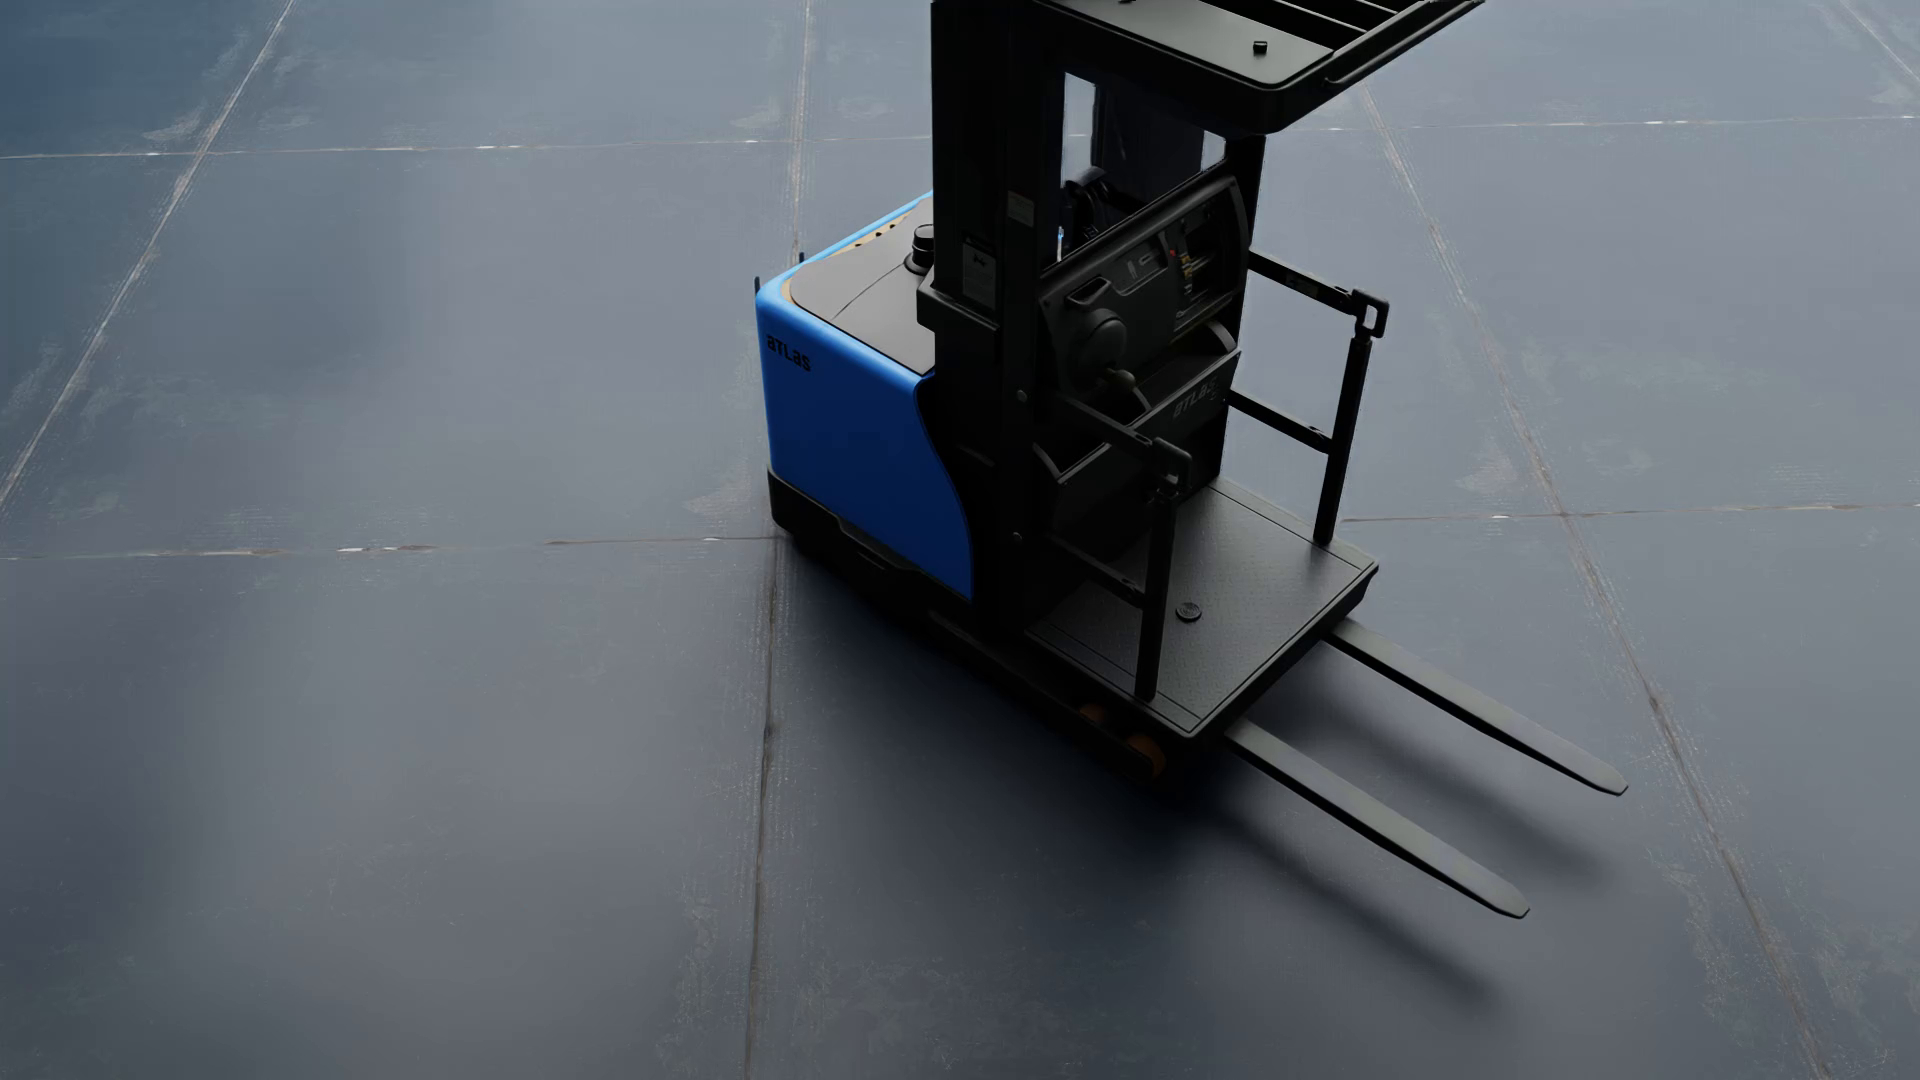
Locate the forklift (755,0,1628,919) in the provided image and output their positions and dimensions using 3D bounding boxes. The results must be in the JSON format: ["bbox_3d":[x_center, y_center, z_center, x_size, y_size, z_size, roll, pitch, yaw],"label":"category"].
[{"bbox_3d":[0.716,-0.695,4.839,3.031,2.935,1.130,32,51,30],"label":"forklift"}]

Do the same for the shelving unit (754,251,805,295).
[{"bbox_3d":[-0.578,-0.616,6.256,0.210,0.900,0.258,32,51,30],"label":"shelving unit"}]

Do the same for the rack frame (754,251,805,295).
[{"bbox_3d":[-0.653,-0.662,6.307,0.006,0.900,0.240,32,51,30],"label":"rack frame"}]
